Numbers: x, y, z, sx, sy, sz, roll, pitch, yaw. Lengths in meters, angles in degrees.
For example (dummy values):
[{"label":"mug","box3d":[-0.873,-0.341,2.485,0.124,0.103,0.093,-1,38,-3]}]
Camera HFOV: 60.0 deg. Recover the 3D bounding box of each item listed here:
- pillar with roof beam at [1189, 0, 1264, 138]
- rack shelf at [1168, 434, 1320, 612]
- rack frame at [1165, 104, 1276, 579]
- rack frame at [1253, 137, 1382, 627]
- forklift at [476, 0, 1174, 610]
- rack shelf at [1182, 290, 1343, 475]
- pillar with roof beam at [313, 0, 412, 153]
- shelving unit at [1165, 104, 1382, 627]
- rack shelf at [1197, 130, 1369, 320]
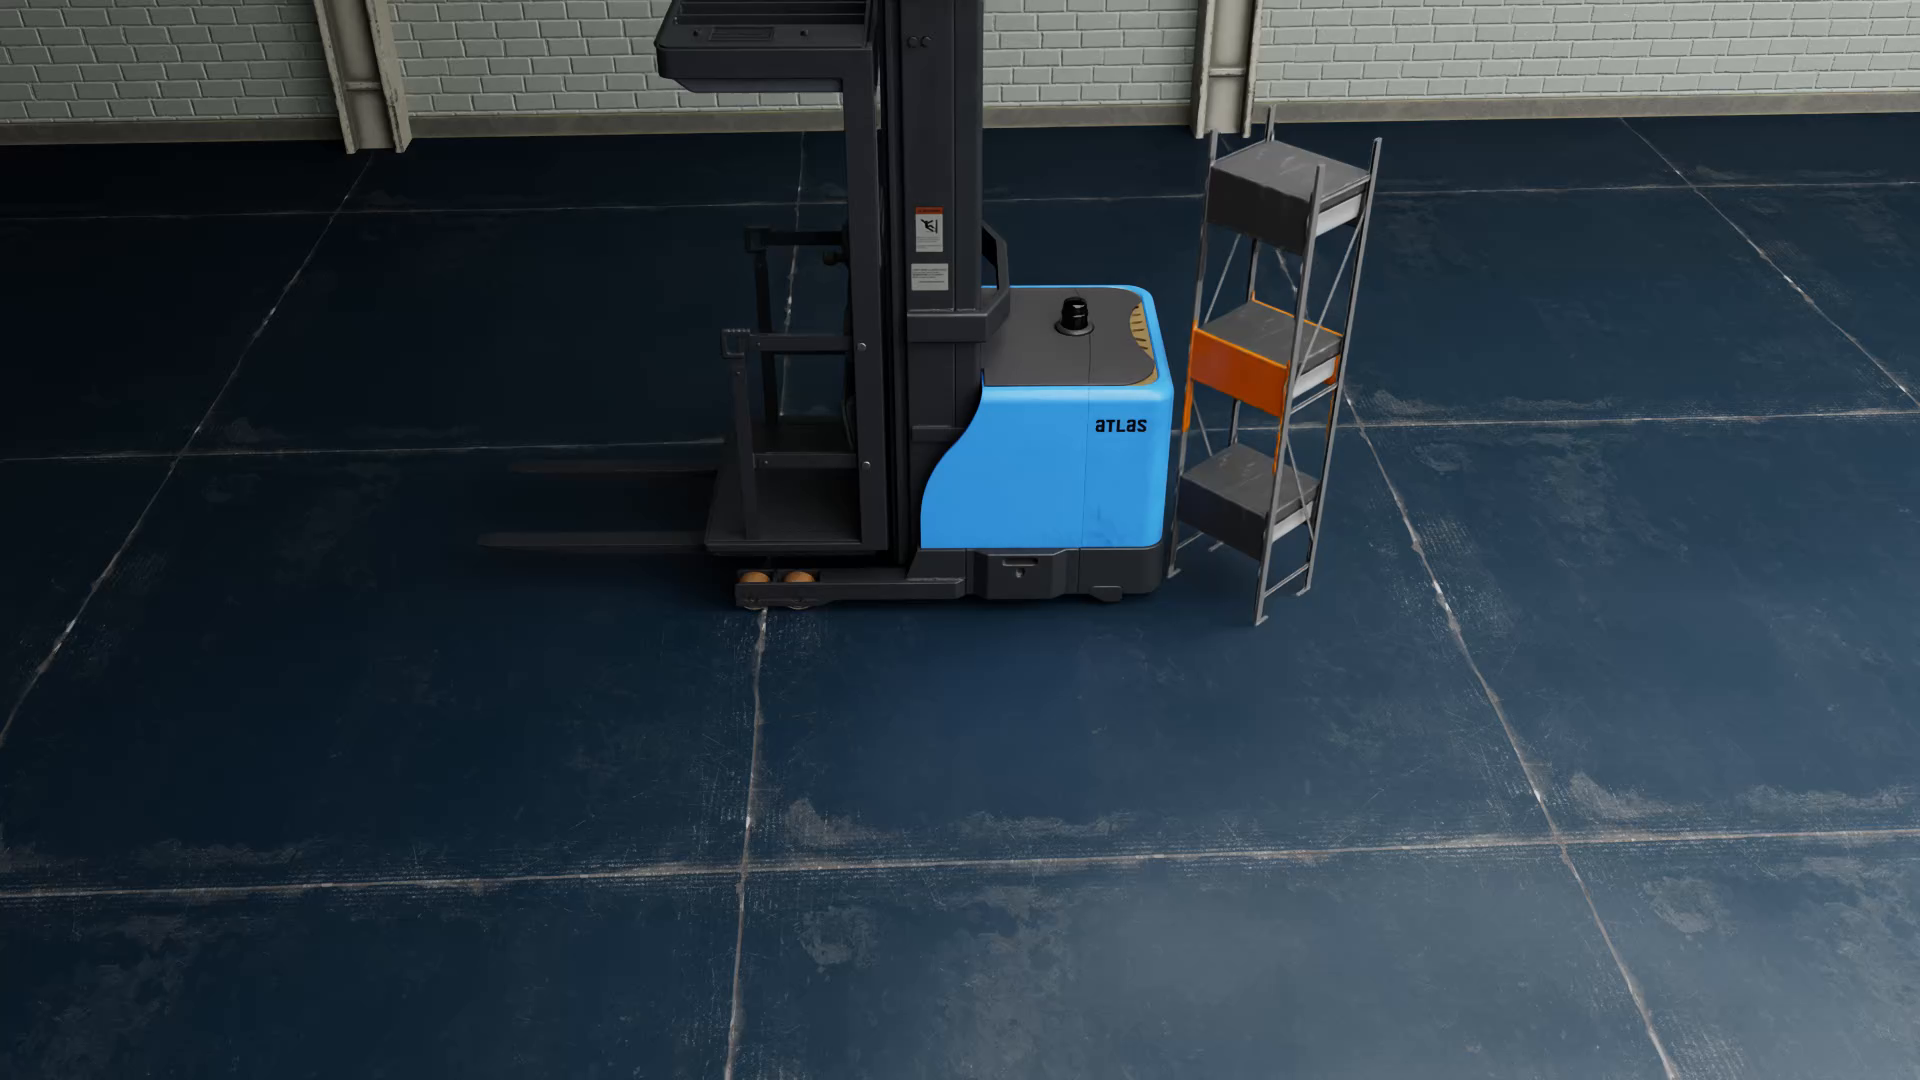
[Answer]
[{"label":"pillar with roof beam","box3d":[2.079,-4.221,5.941,0.400,9.000,9.100,-2,35,-2]},{"label":"rack shelf","box3d":[1.248,-0.081,7.270,0.431,0.518,0.480,-29,45,-36]},{"label":"rack frame","box3d":[1.083,-0.768,7.005,0.400,2.100,0.015,-29,45,-36]},{"label":"rack frame","box3d":[1.427,-0.568,6.722,0.400,2.100,0.015,-29,45,-36]},{"label":"forklift","box3d":[-0.627,-1.202,6.911,3.031,2.935,1.130,0,35,0]},{"label":"rack shelf","box3d":[1.255,-0.656,6.871,0.431,0.518,0.480,-29,45,-36]},{"label":"pillar with roof beam","box3d":[-3.914,-4.059,5.708,0.400,9.000,9.100,-2,35,-2]},{"label":"shelving unit","box3d":[1.255,-0.668,6.864,0.431,2.100,0.503,-29,45,-36]},{"label":"rack shelf","box3d":[1.262,-1.232,6.473,0.431,0.518,0.480,-29,45,-36]}]
